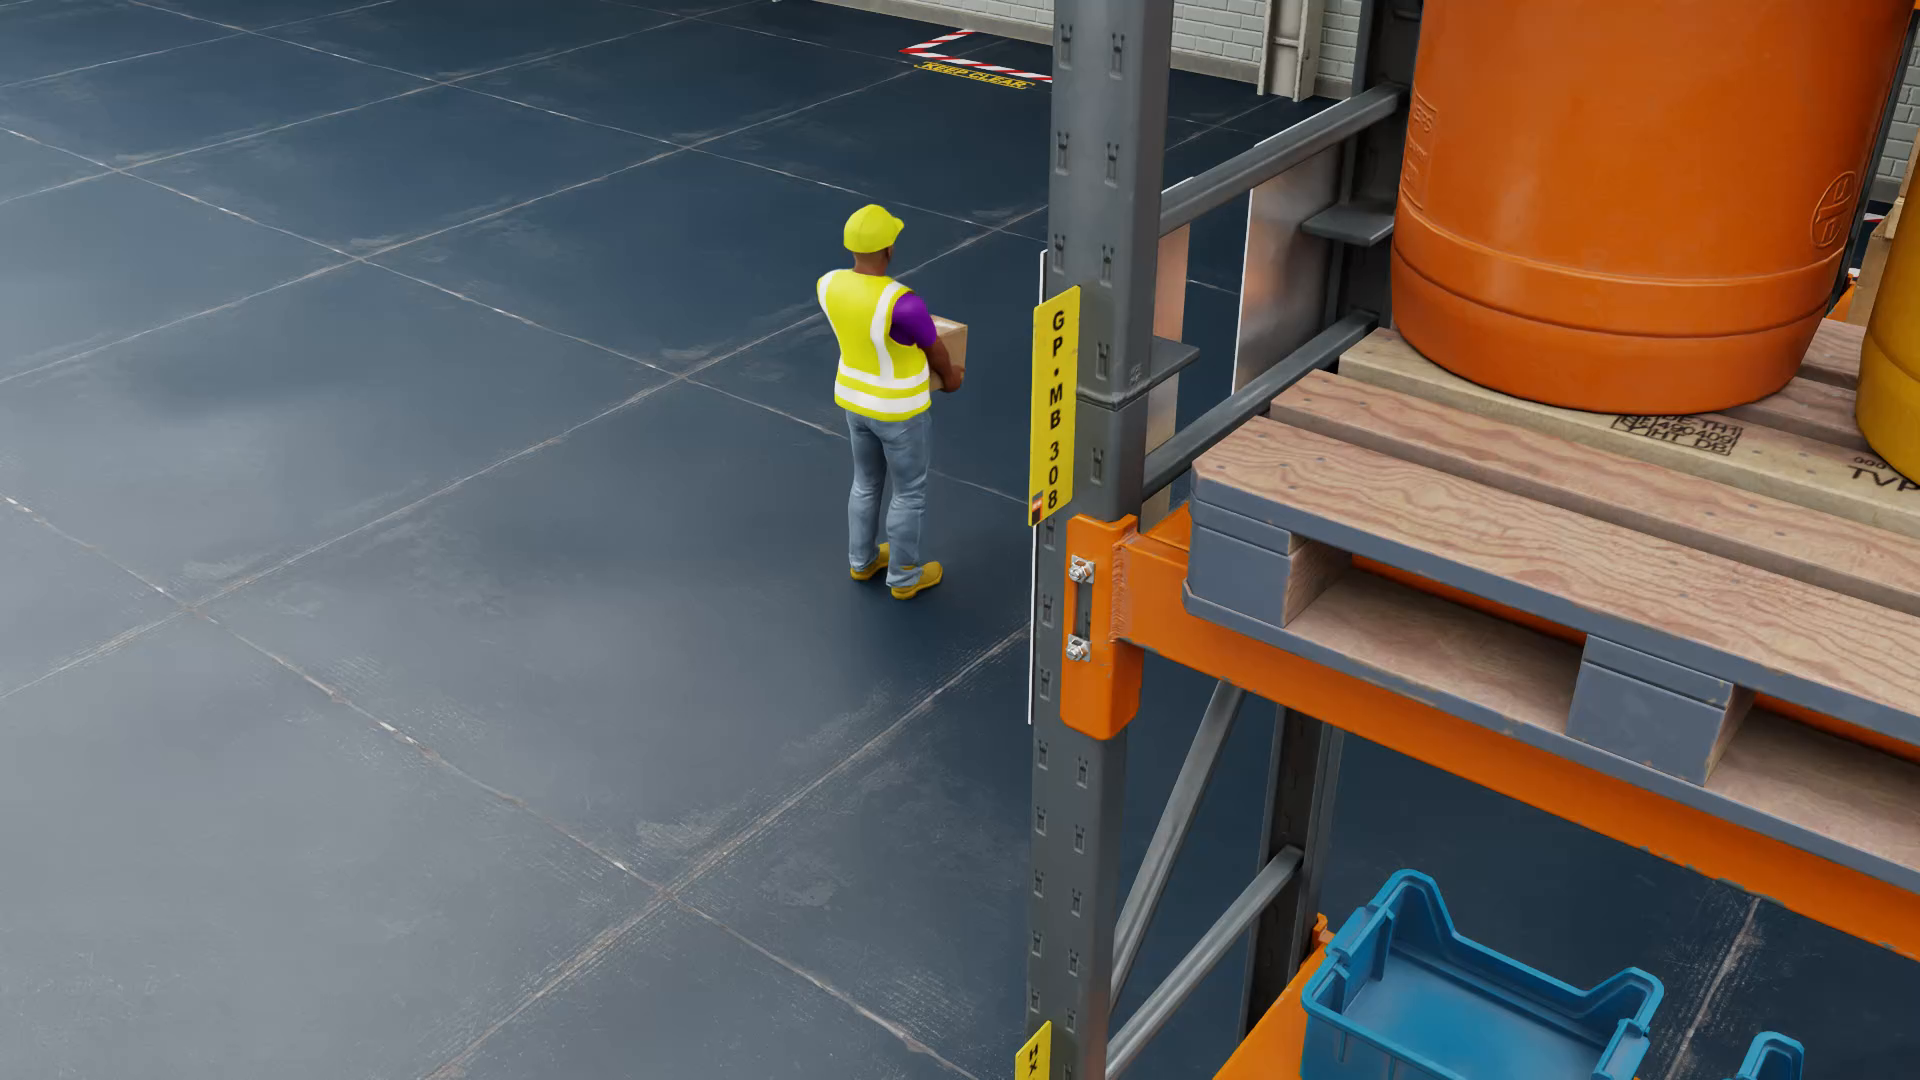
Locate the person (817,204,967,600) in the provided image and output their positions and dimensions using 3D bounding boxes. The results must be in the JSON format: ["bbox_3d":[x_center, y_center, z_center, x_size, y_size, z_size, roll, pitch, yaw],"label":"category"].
[{"bbox_3d":[-0.267,-0.625,7.163,0.504,1.762,0.575,22,37,32],"label":"person"}]
